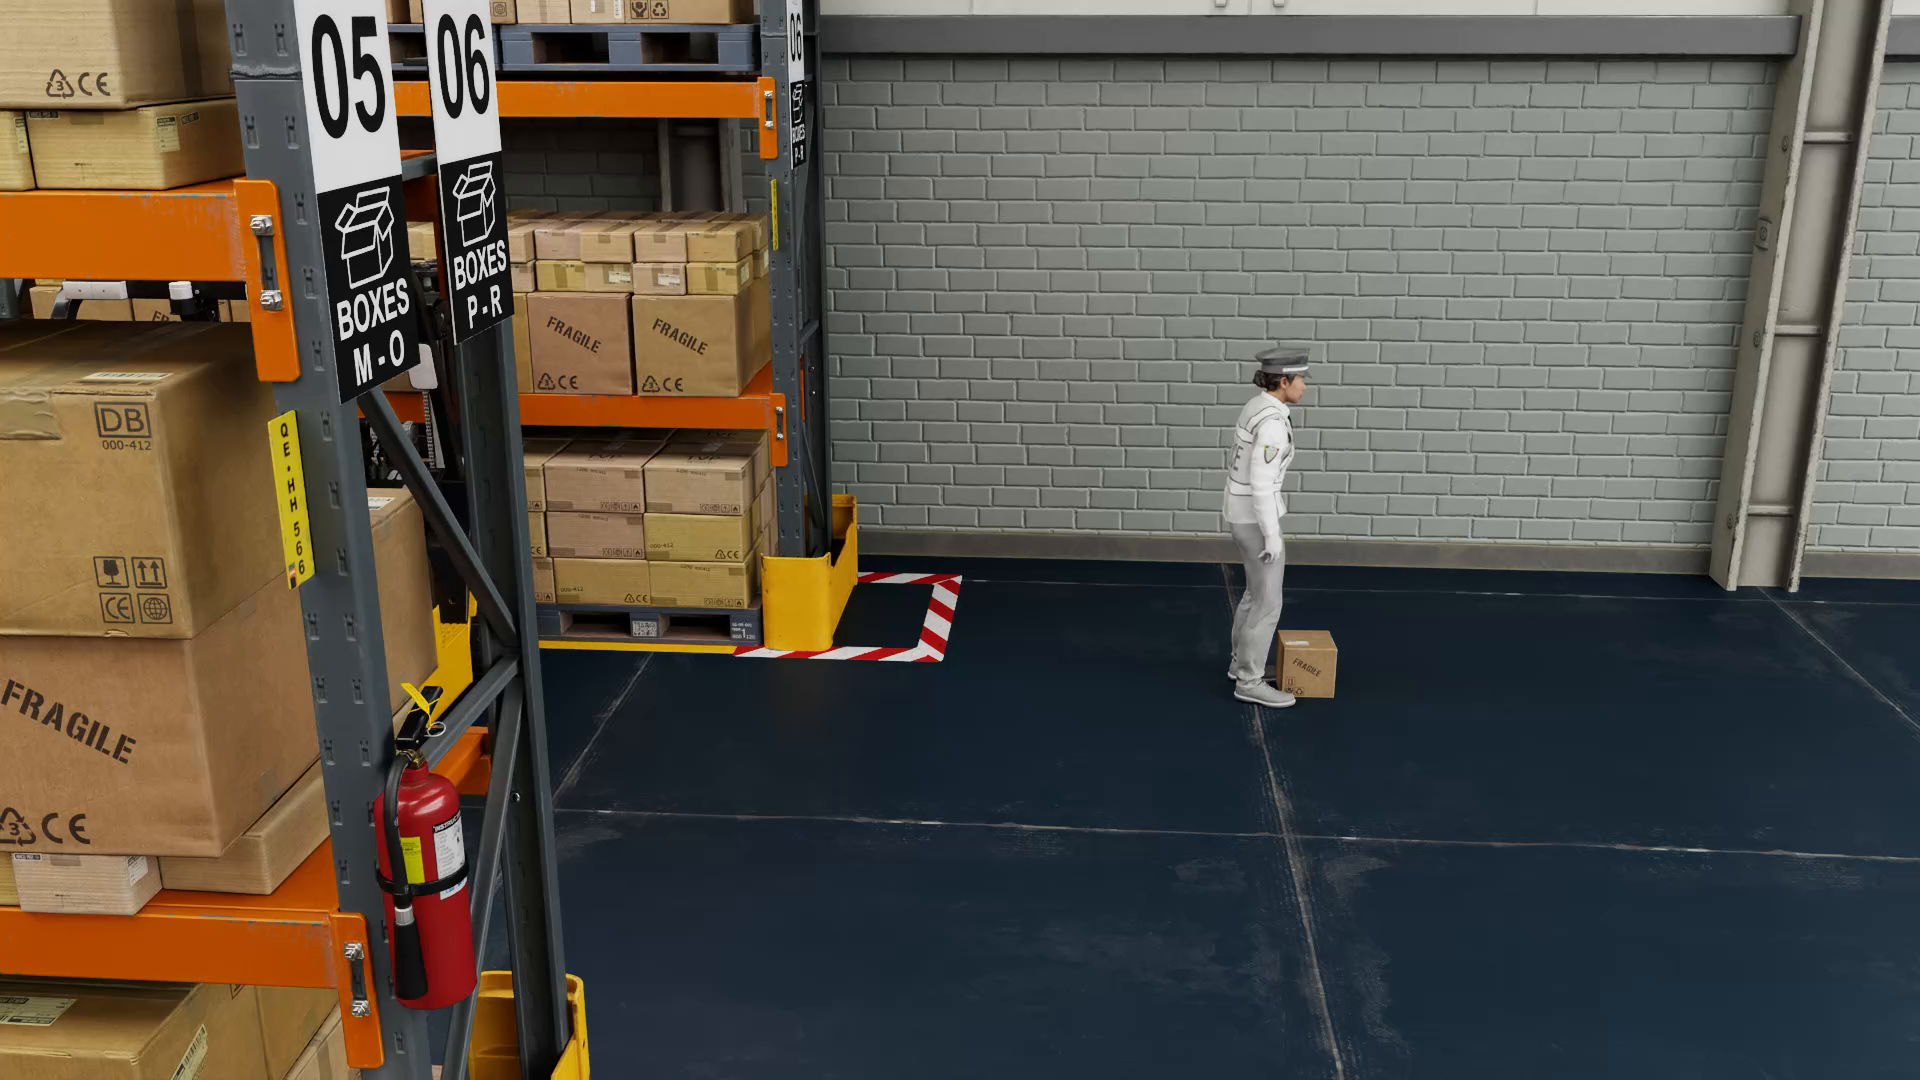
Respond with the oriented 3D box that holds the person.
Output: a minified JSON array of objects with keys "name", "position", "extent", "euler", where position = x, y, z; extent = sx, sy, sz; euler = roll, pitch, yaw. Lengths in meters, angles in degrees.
[{"name":"person","position":[1.419,-0.078,7.791],"extent":[0.375,1.663,0.526],"euler":[1,18,4]}]
